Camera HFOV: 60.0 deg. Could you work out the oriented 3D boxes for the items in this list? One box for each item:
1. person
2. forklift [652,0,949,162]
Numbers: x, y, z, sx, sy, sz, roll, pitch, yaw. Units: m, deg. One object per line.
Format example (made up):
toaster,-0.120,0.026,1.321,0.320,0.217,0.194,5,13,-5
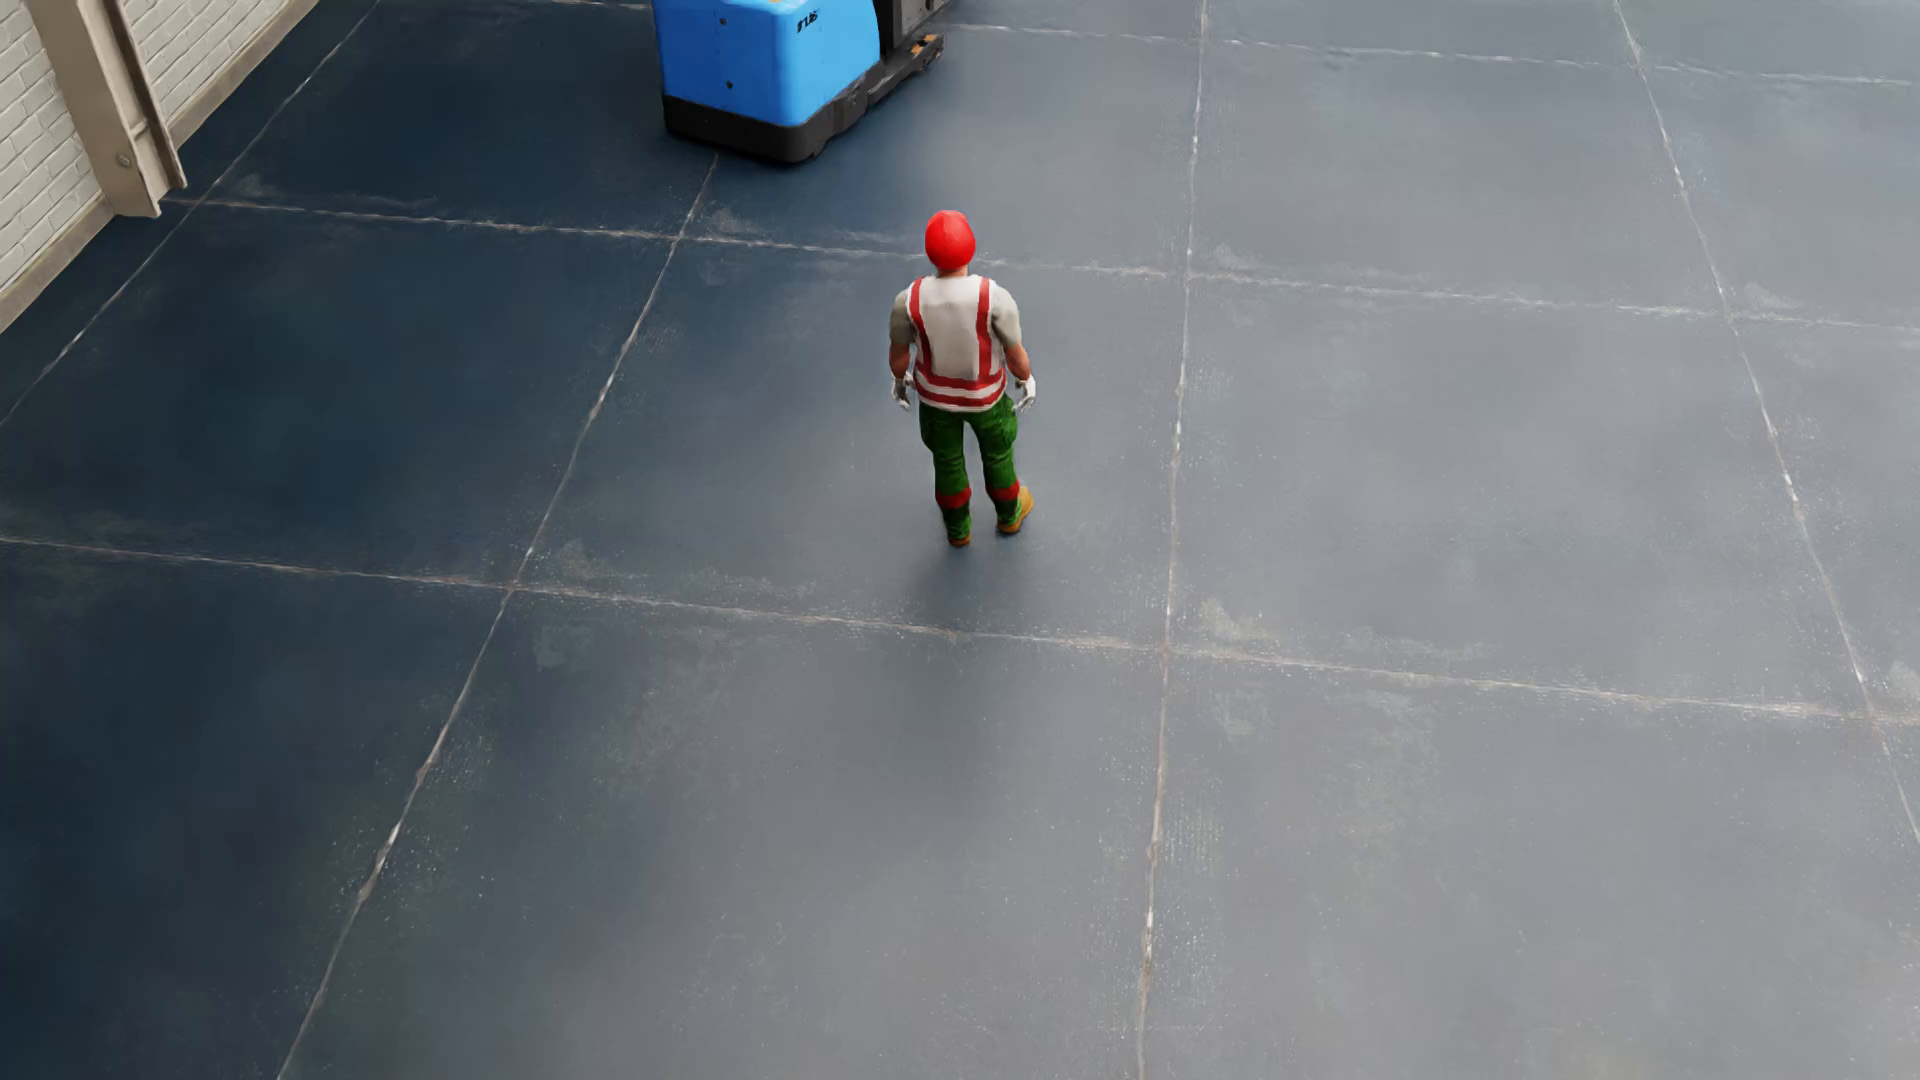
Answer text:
person,0.022,-0.717,7.338,0.637,1.787,0.563,5,43,6
forklift,-0.767,-4.424,10.541,1.130,2.935,3.031,19,46,20
